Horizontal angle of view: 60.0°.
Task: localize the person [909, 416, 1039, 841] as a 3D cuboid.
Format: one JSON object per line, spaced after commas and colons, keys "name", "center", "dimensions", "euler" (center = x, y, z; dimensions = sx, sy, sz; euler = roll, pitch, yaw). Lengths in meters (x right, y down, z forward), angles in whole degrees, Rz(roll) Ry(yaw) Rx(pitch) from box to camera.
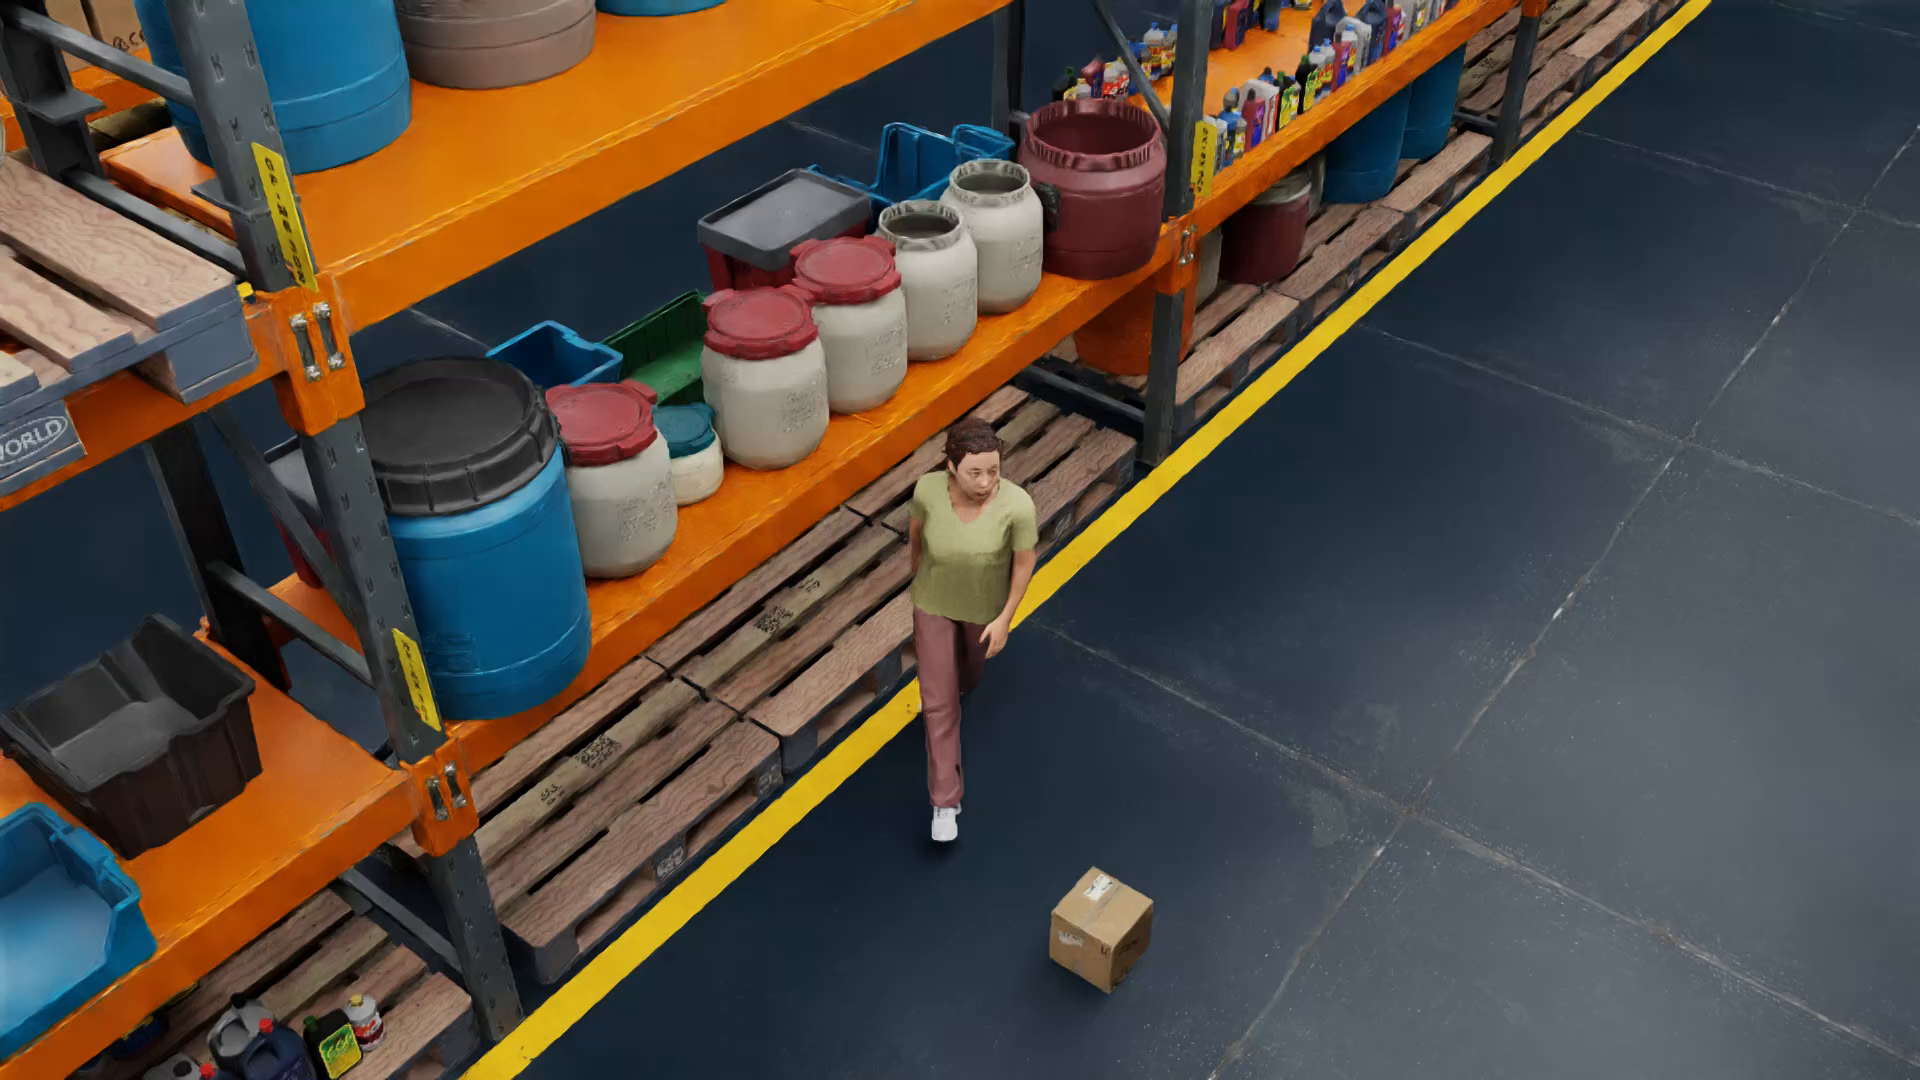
{"name": "person", "center": [0.038, 0.238, 5.881], "dimensions": [0.464, 1.619, 0.952], "euler": [2, 39, 3]}
